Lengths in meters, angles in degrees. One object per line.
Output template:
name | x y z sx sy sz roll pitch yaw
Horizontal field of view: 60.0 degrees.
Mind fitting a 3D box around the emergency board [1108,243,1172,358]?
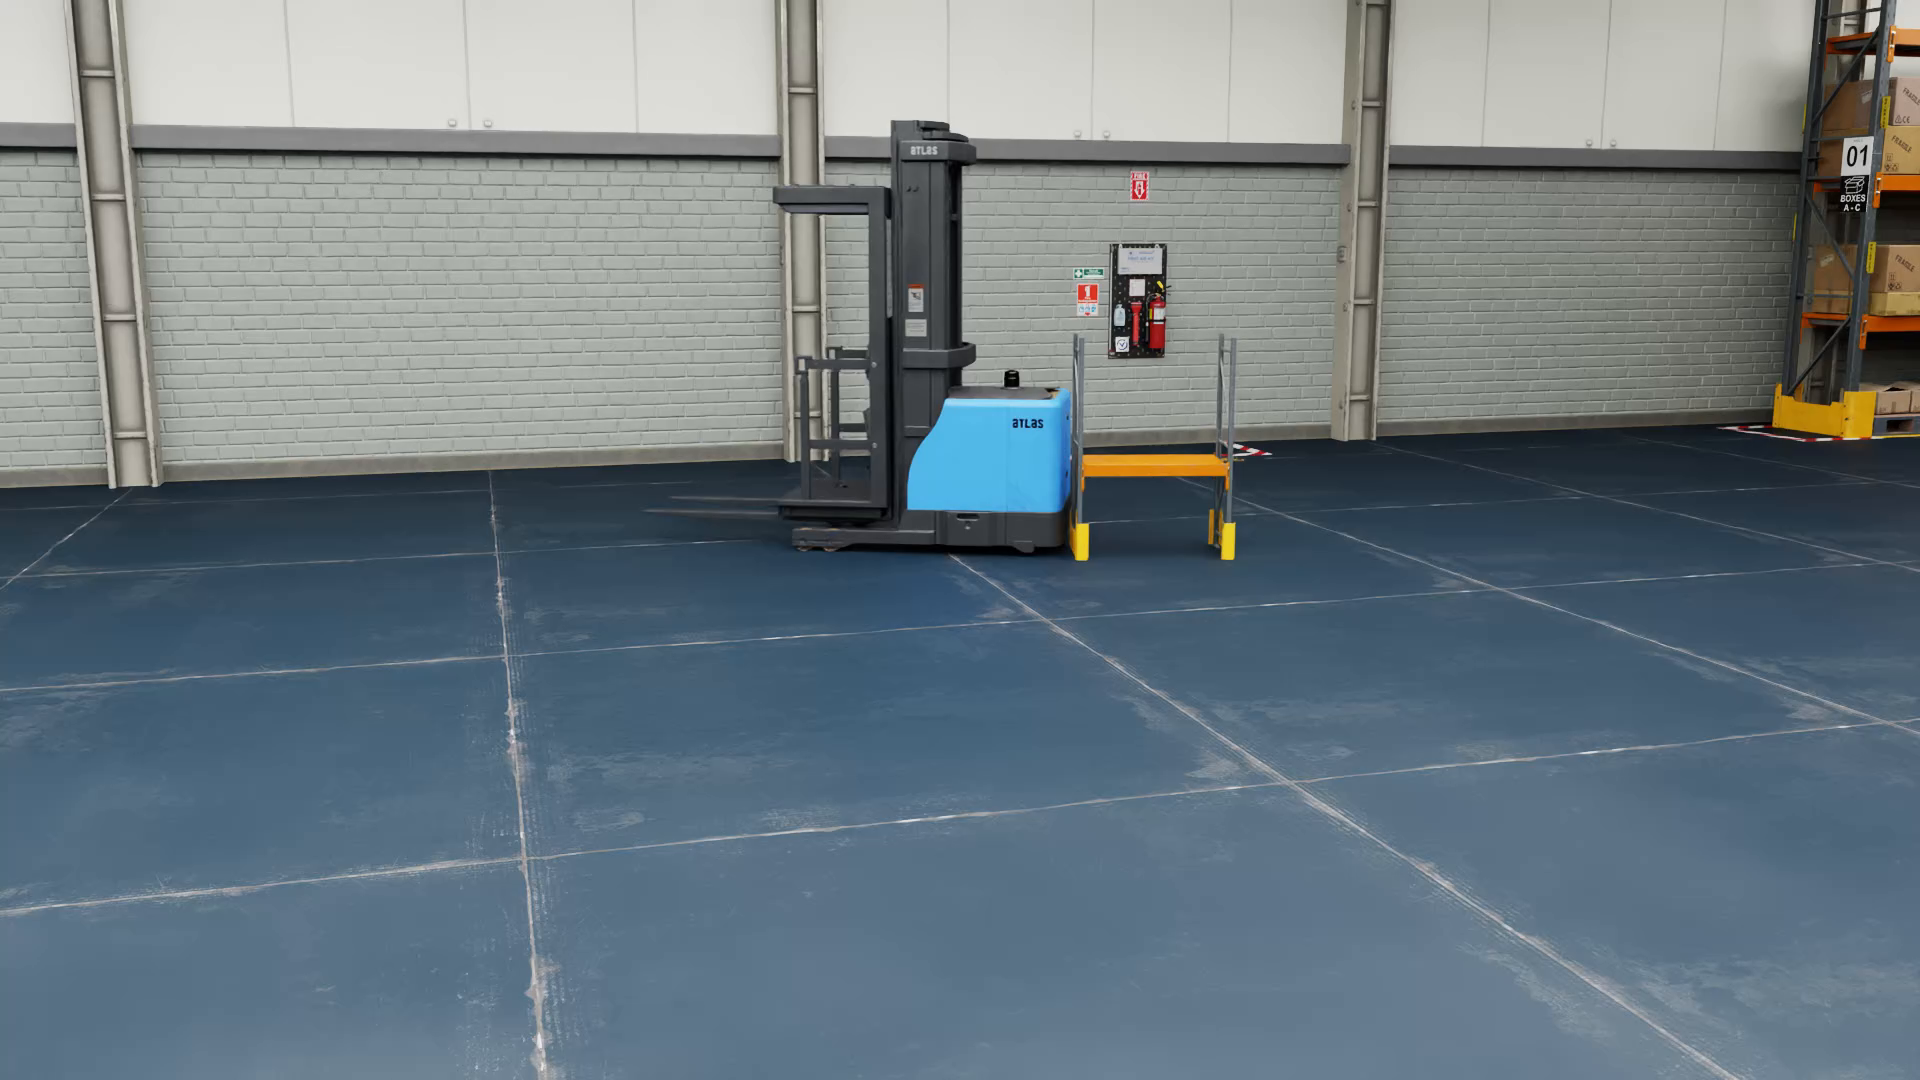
emergency board | 1.866 -2.451 17.076 0.643 1.169 0.194 -3 11 -16

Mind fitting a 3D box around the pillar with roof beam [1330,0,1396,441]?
pillar with roof beam | 5.453 -4.772 13.111 0.400 9.000 9.100 -3 11 -16

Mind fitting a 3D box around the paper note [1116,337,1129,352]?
paper note | 1.677 -2.021 17.172 0.142 0.148 0.016 -3 11 -16

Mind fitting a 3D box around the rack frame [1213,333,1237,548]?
rack frame | 1.824 -0.656 11.468 0.032 1.500 0.500 0 10 -1

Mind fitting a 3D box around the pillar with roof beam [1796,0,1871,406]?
pillar with roof beam | 11.214 -5.075 14.760 0.400 9.000 9.100 -3 11 -16

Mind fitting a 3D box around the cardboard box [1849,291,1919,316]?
cardboard box | 10.138 -2.593 18.205 0.500 0.250 0.500 -3 11 -18

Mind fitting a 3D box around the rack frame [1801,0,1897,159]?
rack frame | 9.580 -5.638 17.816 0.127 3.000 1.000 -3 11 -16

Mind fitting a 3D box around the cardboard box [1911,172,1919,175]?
cardboard box | 10.497 -4.216 18.047 0.500 0.500 0.500 -2 11 -12

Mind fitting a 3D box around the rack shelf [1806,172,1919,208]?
rack shelf | 11.501 -3.910 18.703 4.000 0.370 1.077 -3 11 -16

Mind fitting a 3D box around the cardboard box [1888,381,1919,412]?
cardboard box | 10.817 -1.630 18.825 0.500 0.311 0.500 -2 11 -11

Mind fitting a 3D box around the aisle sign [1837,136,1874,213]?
aisle sign | 9.595 -3.910 17.821 0.004 0.787 0.394 -3 11 -16

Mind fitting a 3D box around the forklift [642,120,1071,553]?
forklift | -0.741 -1.451 11.833 3.031 2.935 1.130 1 11 8

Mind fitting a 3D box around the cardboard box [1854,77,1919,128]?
cardboard box | 10.018 -4.691 17.863 0.500 0.500 0.500 -4 11 -20

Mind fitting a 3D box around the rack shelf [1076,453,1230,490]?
rack shelf | 1.316 -0.477 11.489 1.000 0.185 0.538 0 10 -1

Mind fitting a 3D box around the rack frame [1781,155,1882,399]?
rack frame | 9.580 -2.687 18.359 0.127 3.000 1.000 -3 11 -16

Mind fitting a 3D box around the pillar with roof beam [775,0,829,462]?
pillar with roof beam | -0.308 -4.468 11.462 0.400 9.000 9.100 -3 11 -16

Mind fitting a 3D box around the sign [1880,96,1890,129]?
sign | 9.732 -4.498 17.496 0.005 0.325 0.100 -3 11 -16

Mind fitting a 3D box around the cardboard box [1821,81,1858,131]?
cardboard box | 9.921 -4.781 18.352 0.500 0.500 0.500 -3 11 -13

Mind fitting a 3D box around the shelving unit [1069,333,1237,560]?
shelving unit | 1.325 -0.654 11.457 1.083 1.500 0.587 0 10 -1

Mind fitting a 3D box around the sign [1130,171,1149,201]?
sign | 1.831 -3.608 16.958 0.199 0.298 0.001 -3 11 -16

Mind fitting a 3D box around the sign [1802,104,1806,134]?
sign | 9.444 -4.696 18.537 0.005 0.325 0.100 -3 11 -16

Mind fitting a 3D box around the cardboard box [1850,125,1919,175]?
cardboard box | 9.971 -4.195 17.933 0.500 0.500 0.500 -3 11 -14

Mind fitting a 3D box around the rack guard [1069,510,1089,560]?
rack guard | 0.827 -0.037 11.559 0.087 0.250 0.587 0 10 -1

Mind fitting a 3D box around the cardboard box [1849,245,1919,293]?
cardboard box | 10.123 -2.964 18.151 0.500 0.500 0.500 -3 11 -16

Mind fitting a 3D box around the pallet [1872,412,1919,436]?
pallet | 10.443 -1.355 18.823 1.213 0.211 1.003 -3 11 -16

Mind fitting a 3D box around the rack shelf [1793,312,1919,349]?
rack shelf | 11.501 -2.435 18.974 4.000 0.370 1.077 -3 11 -16

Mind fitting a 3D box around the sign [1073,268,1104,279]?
sign | 1.314 -2.718 16.963 0.331 0.109 0.001 -3 11 -16

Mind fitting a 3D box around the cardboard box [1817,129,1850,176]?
cardboard box | 9.910 -4.287 18.431 0.500 0.500 0.500 -2 11 -12

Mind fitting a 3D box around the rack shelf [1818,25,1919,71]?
rack shelf | 11.501 -5.384 18.431 4.000 0.370 1.077 -3 11 -16

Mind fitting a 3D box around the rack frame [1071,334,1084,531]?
rack frame | 0.807 -0.652 11.446 0.032 1.500 0.500 0 10 -1

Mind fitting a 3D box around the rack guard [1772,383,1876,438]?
rack guard | 9.653 -1.462 18.607 0.348 0.500 1.175 -3 11 -16

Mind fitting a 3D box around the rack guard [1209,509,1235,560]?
rack guard | 1.823 -0.041 11.581 0.087 0.250 0.587 0 10 -1

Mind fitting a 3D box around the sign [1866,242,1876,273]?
sign | 9.732 -3.019 17.769 0.005 0.325 0.100 -3 11 -16

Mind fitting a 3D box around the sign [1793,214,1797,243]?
sign | 9.444 -3.510 18.756 0.005 0.325 0.100 -3 11 -16

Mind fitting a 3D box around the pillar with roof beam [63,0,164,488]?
pillar with roof beam | -6.069 -4.164 9.812 0.400 9.000 9.100 -3 11 -16

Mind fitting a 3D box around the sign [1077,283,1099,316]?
sign | 1.307 -2.459 17.018 0.234 0.329 0.001 -3 11 -16

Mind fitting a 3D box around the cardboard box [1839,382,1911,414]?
cardboard box | 10.270 -1.601 18.668 0.500 0.311 0.500 -4 11 -22

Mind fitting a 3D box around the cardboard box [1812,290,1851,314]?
cardboard box | 9.975 -2.681 18.683 0.500 0.250 0.500 -3 11 -15

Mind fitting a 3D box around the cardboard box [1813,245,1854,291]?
cardboard box | 9.974 -3.053 18.634 0.500 0.500 0.500 -3 11 -17
